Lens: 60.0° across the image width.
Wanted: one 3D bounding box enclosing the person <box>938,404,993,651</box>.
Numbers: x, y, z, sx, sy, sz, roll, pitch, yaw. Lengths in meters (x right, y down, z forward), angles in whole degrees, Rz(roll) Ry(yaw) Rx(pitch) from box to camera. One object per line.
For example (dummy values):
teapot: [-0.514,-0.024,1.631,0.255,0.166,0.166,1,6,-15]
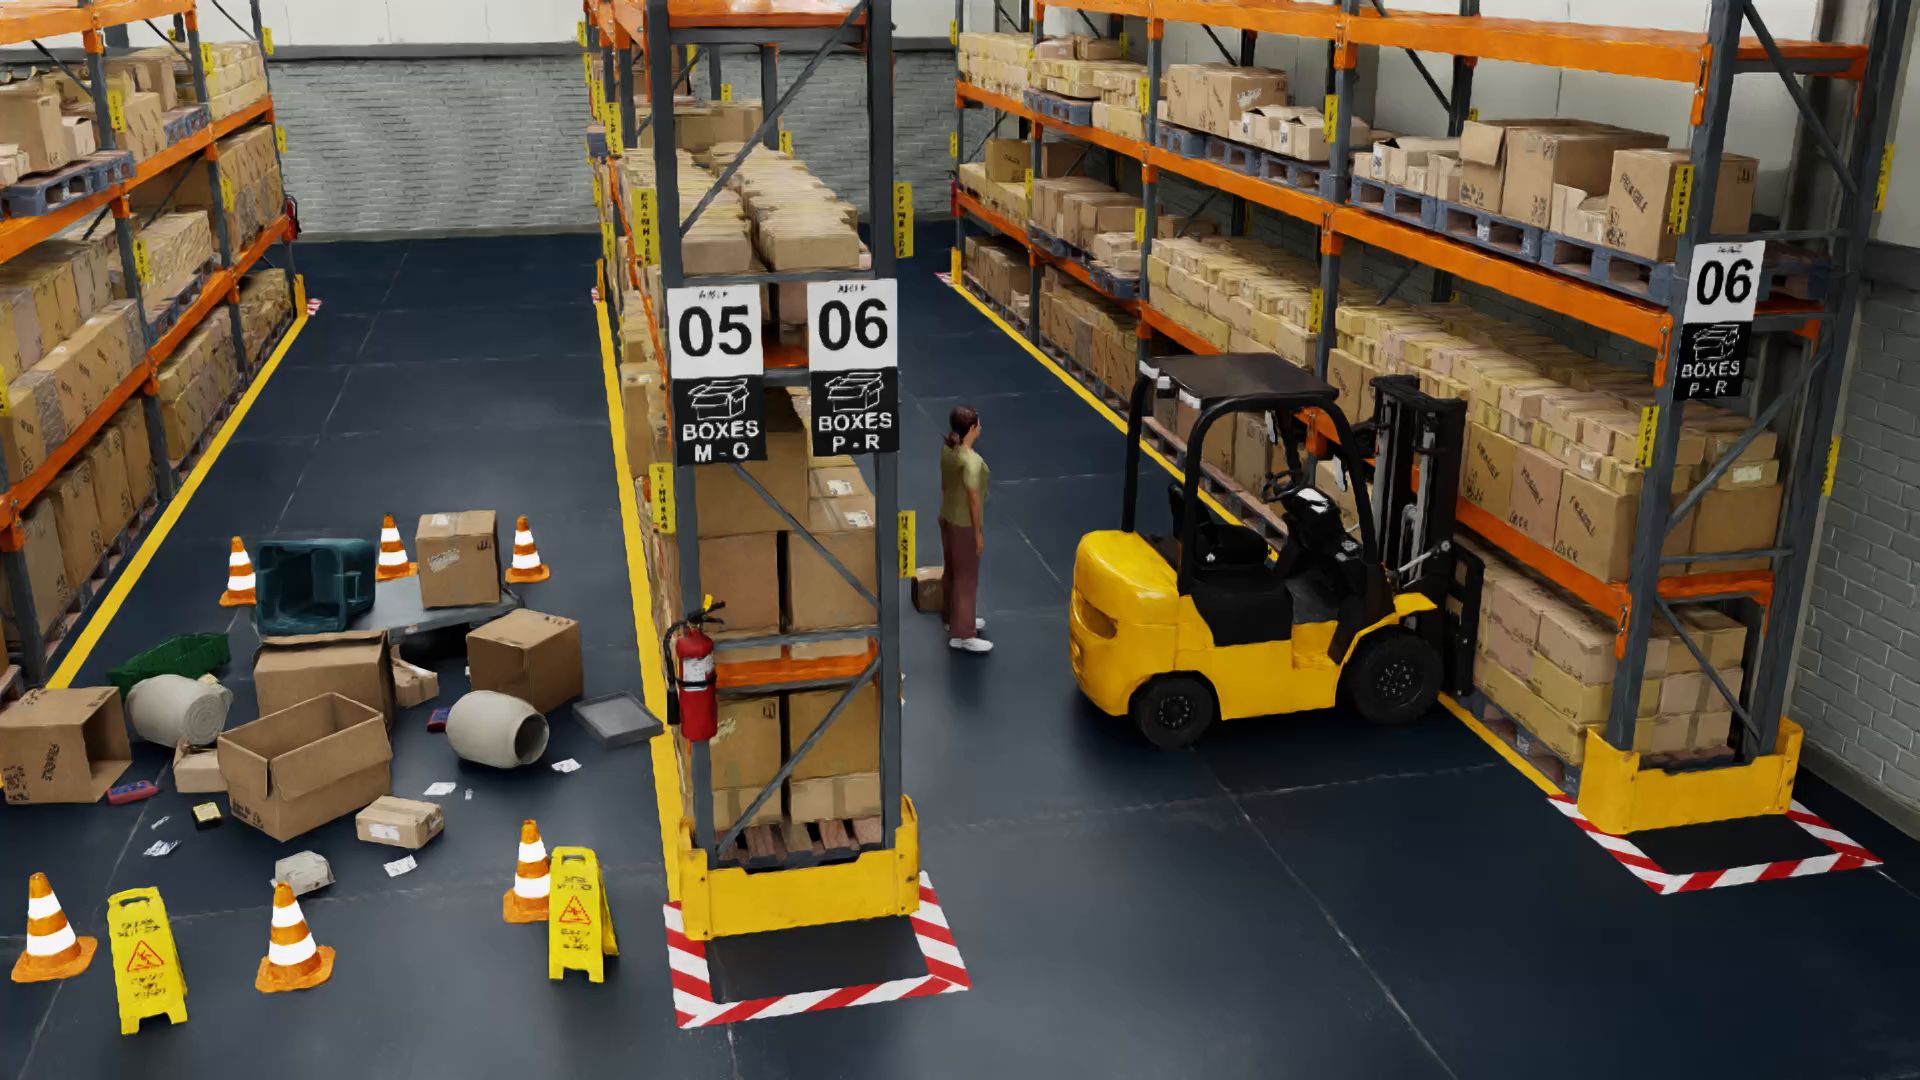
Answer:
person: [0.046,-0.110,11.301,0.367,1.681,0.577,-9,22,-24]
